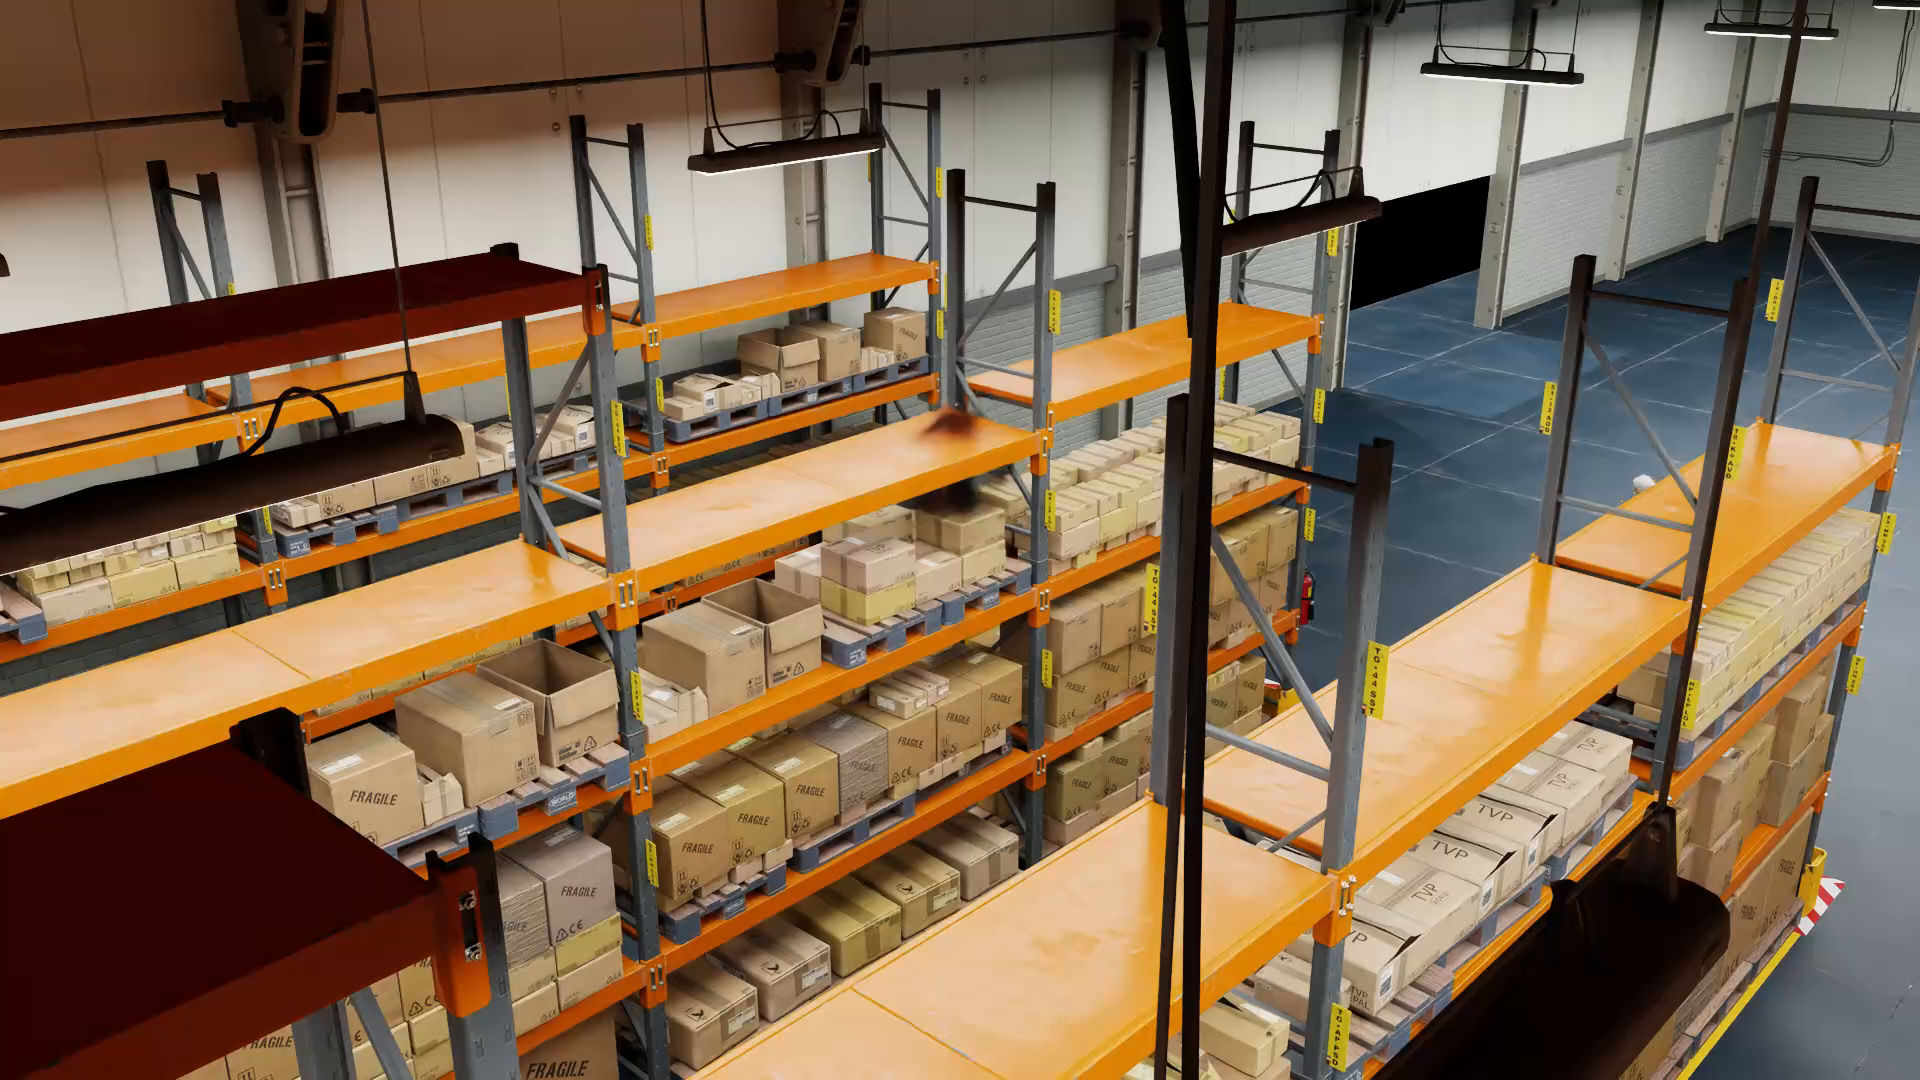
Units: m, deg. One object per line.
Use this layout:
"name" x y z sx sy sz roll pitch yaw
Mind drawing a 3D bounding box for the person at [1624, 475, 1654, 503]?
"person" 7.875 0.058 19.438 0.675 1.759 0.688 -3 21 -9
